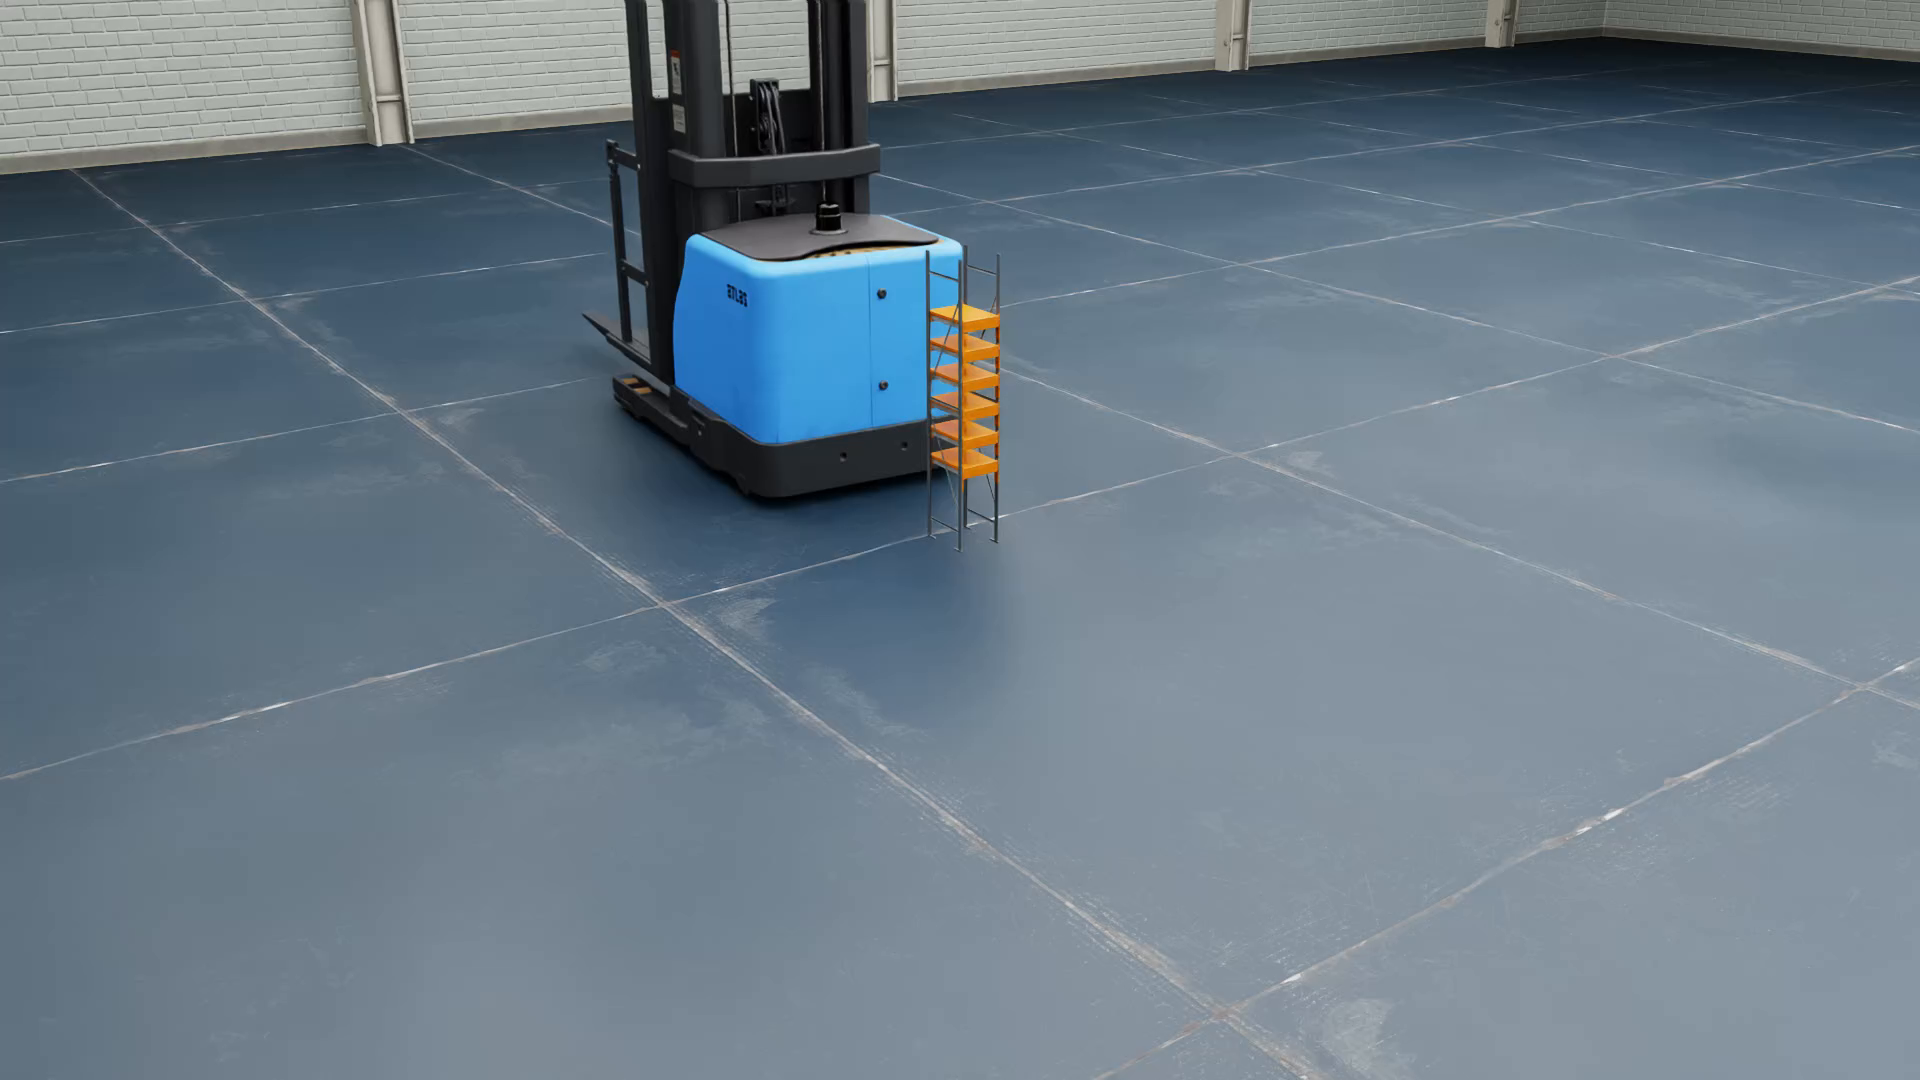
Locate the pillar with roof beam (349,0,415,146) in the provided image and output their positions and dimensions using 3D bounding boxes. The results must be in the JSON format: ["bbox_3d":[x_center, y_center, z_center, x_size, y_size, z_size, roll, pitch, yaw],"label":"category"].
[{"bbox_3d":[-3.367,-6.992,12.276,0.400,9.000,9.100,-15,26,-33],"label":"pillar with roof beam"}]

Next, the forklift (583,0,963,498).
[{"bbox_3d":[-1.132,-2.045,8.066,1.130,2.935,3.031,-12,25,-28],"label":"forklift"}]

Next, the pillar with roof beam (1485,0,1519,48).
[{"bbox_3d":[11.245,-10.888,22.040,0.400,9.000,9.100,-15,26,-33],"label":"pillar with roof beam"}]

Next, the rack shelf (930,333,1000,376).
[{"bbox_3d":[0.012,-0.742,6.609,0.180,0.103,0.258,-15,26,-33],"label":"rack shelf"}]

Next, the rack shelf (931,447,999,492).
[{"bbox_3d":[0.012,-0.296,6.787,0.180,0.103,0.258,-15,26,-33],"label":"rack shelf"}]

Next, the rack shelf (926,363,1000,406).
[{"bbox_3d":[0.012,-0.631,6.654,0.180,0.103,0.258,-15,26,-33],"label":"rack shelf"}]

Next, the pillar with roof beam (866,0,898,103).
[{"bbox_3d":[1.504,-8.291,15.531,0.400,9.000,9.100,-15,26,-33],"label":"pillar with roof beam"}]

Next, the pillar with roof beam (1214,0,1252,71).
[{"bbox_3d":[6.374,-9.589,18.785,0.400,9.000,9.100,-15,26,-33],"label":"pillar with roof beam"}]

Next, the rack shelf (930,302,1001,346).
[{"bbox_3d":[0.012,-0.853,6.565,0.180,0.103,0.258,-15,26,-33],"label":"rack shelf"}]

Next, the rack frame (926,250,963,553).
[{"bbox_3d":[-0.063,-0.541,6.632,0.006,1.200,0.240,-15,26,-33],"label":"rack frame"}]

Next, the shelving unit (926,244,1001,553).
[{"bbox_3d":[0.012,-0.560,6.682,0.189,1.200,0.258,-15,26,-33],"label":"shelving unit"}]

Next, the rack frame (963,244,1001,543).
[{"bbox_3d":[0.086,-0.580,6.731,0.006,1.200,0.240,-15,26,-33],"label":"rack frame"}]

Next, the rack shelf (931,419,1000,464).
[{"bbox_3d":[0.012,-0.408,6.743,0.180,0.103,0.258,-15,26,-33],"label":"rack shelf"}]

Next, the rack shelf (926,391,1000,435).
[{"bbox_3d":[0.012,-0.519,6.698,0.180,0.103,0.258,-15,26,-33],"label":"rack shelf"}]
